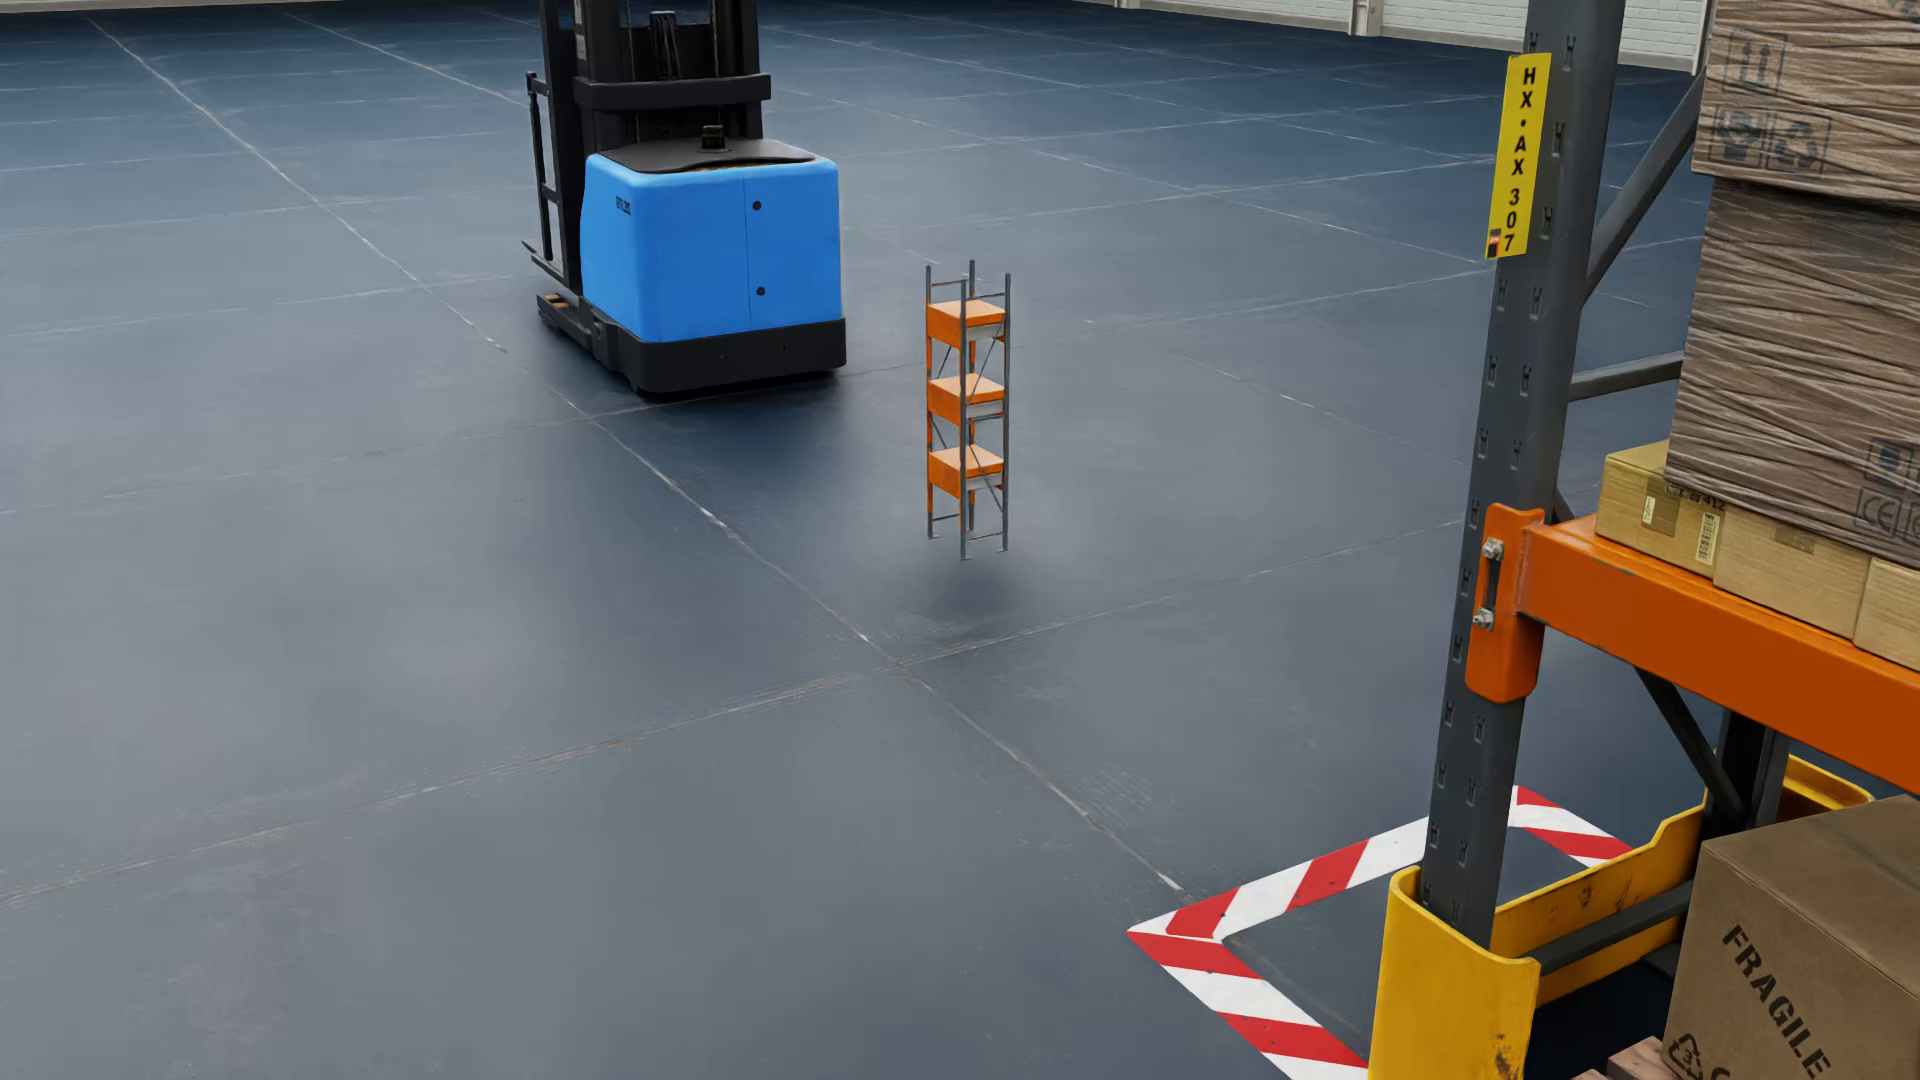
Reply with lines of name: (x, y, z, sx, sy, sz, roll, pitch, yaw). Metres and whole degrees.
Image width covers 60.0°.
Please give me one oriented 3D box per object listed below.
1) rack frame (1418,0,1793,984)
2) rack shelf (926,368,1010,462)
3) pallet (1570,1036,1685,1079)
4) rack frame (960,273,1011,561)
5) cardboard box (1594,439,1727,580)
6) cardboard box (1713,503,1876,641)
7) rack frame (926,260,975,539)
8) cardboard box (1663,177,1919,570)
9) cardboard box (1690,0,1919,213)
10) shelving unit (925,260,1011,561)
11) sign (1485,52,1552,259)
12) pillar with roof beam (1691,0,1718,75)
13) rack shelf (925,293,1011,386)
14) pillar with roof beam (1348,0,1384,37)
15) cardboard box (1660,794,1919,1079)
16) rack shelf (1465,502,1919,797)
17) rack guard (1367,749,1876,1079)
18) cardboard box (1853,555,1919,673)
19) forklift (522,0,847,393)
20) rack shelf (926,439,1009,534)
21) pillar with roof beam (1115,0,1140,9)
rack frame: (1.380, -0.329, 3.138, 1.000, 3.000, 0.127, -13, 25, -28)
rack shelf: (0.027, -0.459, 6.075, 0.215, 0.259, 0.240, -13, 25, -28)
pallet: (1.804, 1.257, 2.938, 1.003, 0.211, 1.213, -13, 25, -28)
rack frame: (0.090, -0.430, 5.974, 0.200, 1.050, 0.008, -13, 25, -28)
cardboard box: (1.321, -0.075, 2.845, 0.380, 0.149, 0.250, -13, 25, -28)
cardboard box: (1.432, 0.010, 2.637, 0.380, 0.149, 0.250, -13, 25, -28)
rack frame: (-0.035, -0.509, 6.168, 0.200, 1.050, 0.008, -13, 25, -28)
cardboard box: (1.638, -0.330, 2.612, 0.875, 0.500, 0.500, -13, 25, -28)
cardboard box: (1.427, -0.746, 2.307, 0.500, 0.500, 0.500, -13, 25, -28)
shelving unit: (0.027, -0.469, 6.071, 0.215, 1.050, 0.252, -13, 25, -28)
sign: (0.914, -0.626, 2.718, 0.100, 0.325, 0.005, -13, 25, -28)
pillar with roof beam: (5.426, -8.963, 16.412, 9.100, 9.000, 0.400, -13, 25, -28)
rack shelf: (0.027, -0.722, 5.968, 0.215, 0.259, 0.240, -13, 25, -28)
pillar with roof beam: (2.361, -10.905, 21.190, 9.100, 9.000, 0.400, -13, 25, -28)
cardboard box: (1.685, 0.840, 3.024, 0.500, 0.500, 0.500, -8, 23, -18)
rack shelf: (2.402, 0.652, 1.680, 1.077, 0.370, 4.000, -13, 25, -28)
rack guard: (1.419, 0.853, 3.548, 1.175, 0.500, 0.348, -13, 25, -28)
cardboard box: (1.547, 0.094, 2.431, 0.380, 0.149, 0.250, -13, 25, -28)
forklift: (-1.701, -2.565, 8.731, 1.130, 2.935, 3.031, -11, 25, -26)
rack shelf: (0.027, -0.202, 6.180, 0.215, 0.259, 0.240, -13, 25, -28)
pillar with roof beam: (-0.704, -12.847, 25.969, 9.100, 9.000, 0.400, -13, 25, -28)
